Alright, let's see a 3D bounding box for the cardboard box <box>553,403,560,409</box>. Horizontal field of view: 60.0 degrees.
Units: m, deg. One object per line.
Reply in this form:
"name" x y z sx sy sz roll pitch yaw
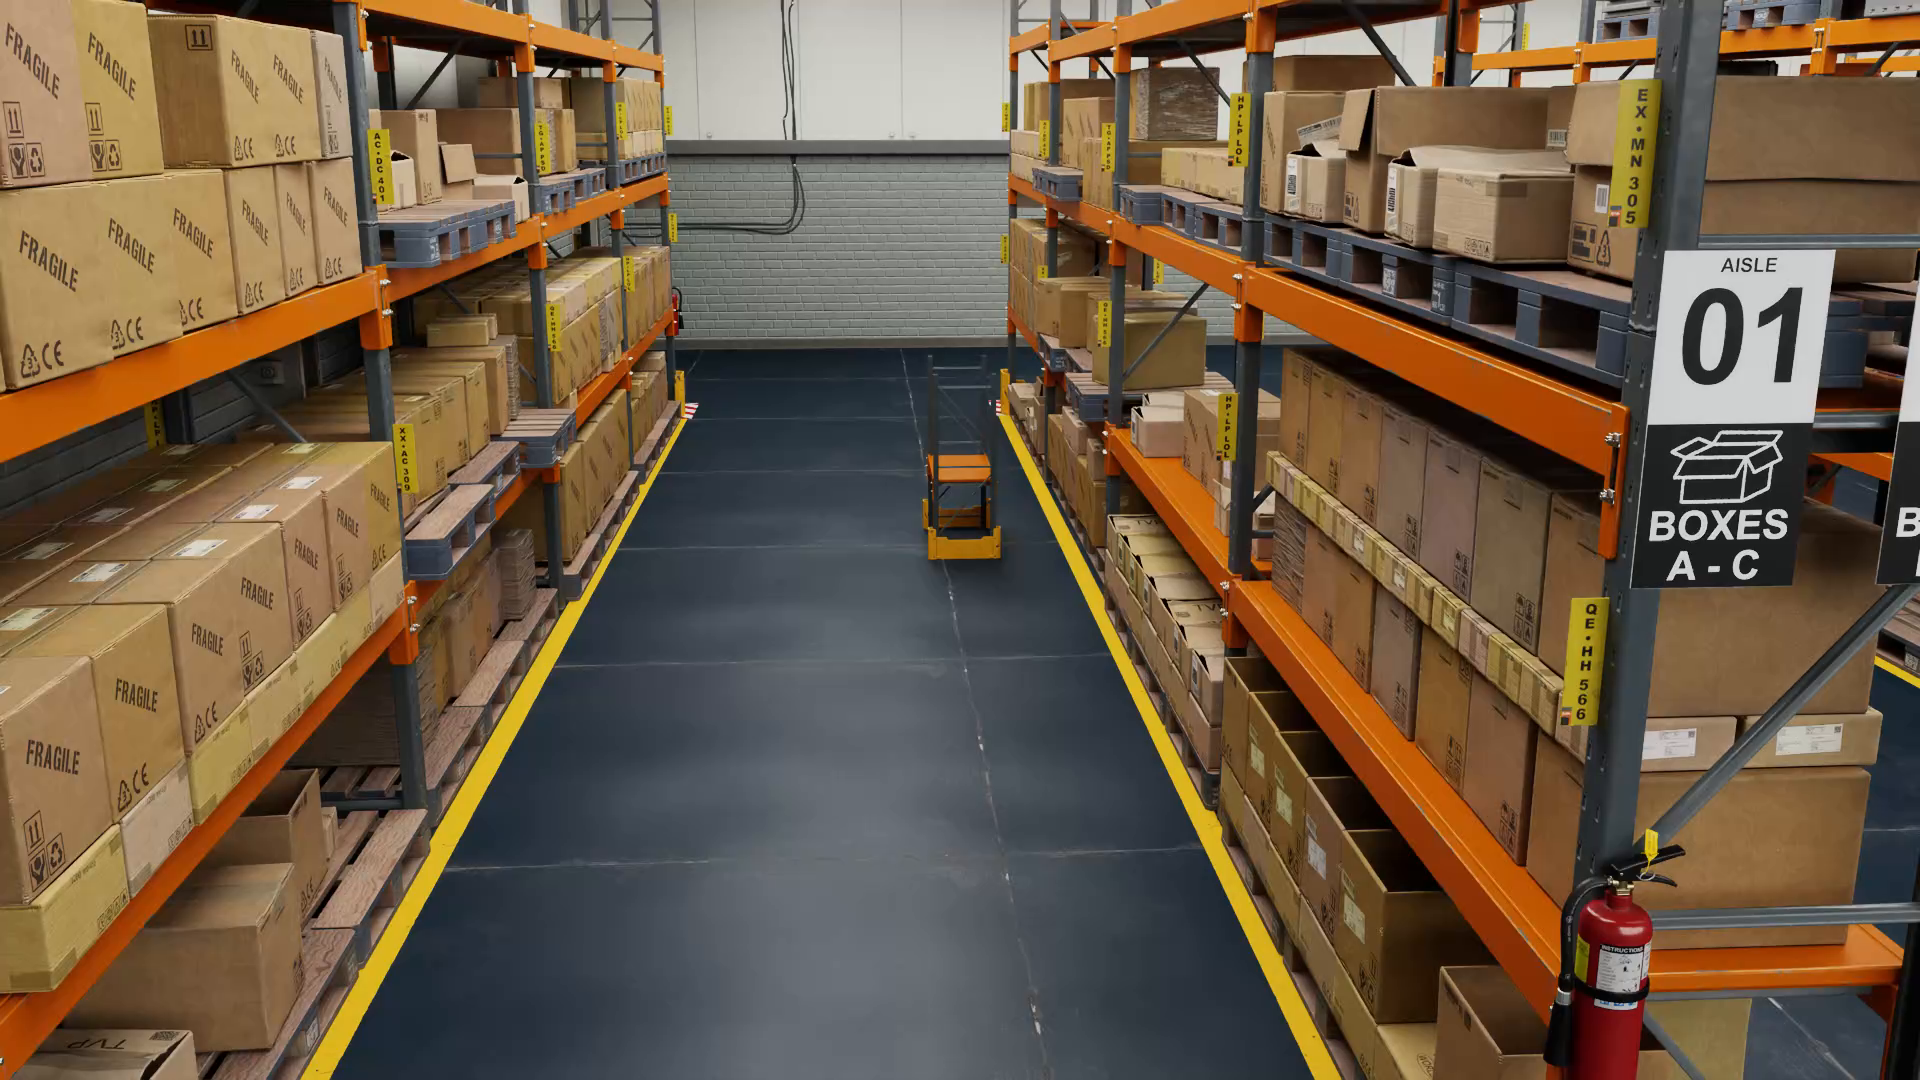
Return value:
"cardboard box" -3.169 -0.980 12.279 0.380 0.149 0.250 -1 14 -3

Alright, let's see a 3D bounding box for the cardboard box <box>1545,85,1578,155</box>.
"cardboard box" 2.237 -1.221 5.408 0.500 0.500 0.500 -1 14 -3

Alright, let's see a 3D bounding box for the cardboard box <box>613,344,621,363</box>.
"cardboard box" -3.278 -1.684 15.017 0.380 0.149 0.250 -1 14 -2

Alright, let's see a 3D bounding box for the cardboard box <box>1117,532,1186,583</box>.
"cardboard box" 1.351 0.101 11.165 0.500 0.311 0.500 -1 14 -5

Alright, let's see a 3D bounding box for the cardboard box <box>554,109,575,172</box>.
"cardboard box" -3.577 -3.295 13.708 0.700 0.500 0.500 -1 14 -4

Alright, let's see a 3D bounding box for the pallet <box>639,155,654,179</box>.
"pallet" -3.733 -3.855 17.146 1.003 0.211 1.213 -1 14 -3

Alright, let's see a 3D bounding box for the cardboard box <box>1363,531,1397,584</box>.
"cardboard box" 1.742 0.066 6.247 0.380 0.149 0.250 -1 14 -4

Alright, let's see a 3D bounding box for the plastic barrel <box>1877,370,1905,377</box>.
"plastic barrel" 6.846 -1.052 11.822 0.600 0.536 0.708 -1 14 -3

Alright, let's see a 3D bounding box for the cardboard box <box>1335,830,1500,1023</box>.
"cardboard box" 1.660 1.356 5.906 0.500 0.500 0.500 -1 14 -3

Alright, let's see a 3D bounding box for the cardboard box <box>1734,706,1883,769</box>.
"cardboard box" 2.257 0.505 4.541 0.380 0.149 0.250 -1 14 -4

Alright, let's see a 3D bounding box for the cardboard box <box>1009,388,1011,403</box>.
"cardboard box" 0.774 -1.680 19.339 0.380 0.166 0.250 -1 14 -3

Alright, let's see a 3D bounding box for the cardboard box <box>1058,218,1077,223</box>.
"cardboard box" 1.377 -3.437 19.157 0.500 0.500 0.500 -1 14 -4

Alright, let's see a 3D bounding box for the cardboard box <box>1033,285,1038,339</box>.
"cardboard box" 1.003 -2.313 16.795 0.500 0.500 0.500 0 14 -2

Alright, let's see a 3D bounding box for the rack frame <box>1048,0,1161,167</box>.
"rack frame" 1.323 -4.921 15.094 1.000 3.000 0.127 -1 14 -3

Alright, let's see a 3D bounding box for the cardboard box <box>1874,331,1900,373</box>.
"cardboard box" 11.139 -1.953 19.018 0.875 0.875 0.875 -1 14 -3

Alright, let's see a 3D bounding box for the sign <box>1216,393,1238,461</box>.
"sign" 1.278 -0.538 7.932 0.100 0.325 0.005 -1 14 -3

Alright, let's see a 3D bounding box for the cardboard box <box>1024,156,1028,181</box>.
"cardboard box" 0.942 -3.886 17.391 0.500 0.250 0.500 -1 14 -3

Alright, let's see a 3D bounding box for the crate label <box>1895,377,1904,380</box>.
"crate label" 6.307 -0.863 11.288 0.502 0.435 0.616 -1 14 -3

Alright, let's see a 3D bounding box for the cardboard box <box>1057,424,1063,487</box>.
"cardboard box" 1.154 -0.762 15.101 0.500 0.500 0.500 -1 14 -3

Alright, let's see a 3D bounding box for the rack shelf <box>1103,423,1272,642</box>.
"rack shelf" 1.695 -0.175 10.132 1.077 0.370 4.000 -1 14 -3

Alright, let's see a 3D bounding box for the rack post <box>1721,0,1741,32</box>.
"rack post" 6.520 -4.253 13.501 0.937 0.300 0.954 1 14 3

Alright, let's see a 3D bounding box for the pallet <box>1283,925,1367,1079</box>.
"pallet" 1.905 1.827 6.503 1.003 0.211 1.213 -1 14 -3

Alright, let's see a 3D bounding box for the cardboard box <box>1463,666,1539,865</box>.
"cardboard box" 2.013 0.673 5.189 0.700 0.500 0.500 -1 14 -2

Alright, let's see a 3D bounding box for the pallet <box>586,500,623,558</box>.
"pallet" -3.419 -0.093 13.965 1.003 0.211 1.213 -1 14 -3

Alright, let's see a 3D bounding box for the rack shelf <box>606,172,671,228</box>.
"rack shelf" -3.745 -3.540 17.190 1.077 0.370 4.000 -1 14 -3

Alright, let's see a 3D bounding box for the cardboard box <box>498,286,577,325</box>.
"cardboard box" -3.178 -1.760 12.503 0.500 0.250 0.500 -1 14 -4

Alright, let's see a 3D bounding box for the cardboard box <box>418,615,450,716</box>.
"cardboard box" -3.269 0.738 9.272 0.700 0.500 0.500 -1 14 -5

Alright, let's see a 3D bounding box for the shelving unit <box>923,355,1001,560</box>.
"shelving unit" 0.005 -0.707 13.766 0.587 1.500 1.083 -1 14 -3

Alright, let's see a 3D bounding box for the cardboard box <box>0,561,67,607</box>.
"cardboard box" -3.176 0.378 5.294 0.500 0.500 0.500 -1 14 -5

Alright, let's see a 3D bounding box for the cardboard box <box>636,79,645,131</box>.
"cardboard box" -3.459 -4.366 16.707 0.500 0.500 0.500 -1 14 -3

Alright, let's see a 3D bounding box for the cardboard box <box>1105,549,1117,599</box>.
"cardboard box" 1.310 0.242 11.742 0.500 0.250 0.500 -1 14 -4

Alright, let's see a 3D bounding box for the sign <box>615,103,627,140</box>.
"sign" -3.080 -3.805 15.105 0.100 0.325 0.005 -1 14 -3

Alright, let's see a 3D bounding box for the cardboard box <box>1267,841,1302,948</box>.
"cardboard box" 1.597 1.471 6.966 0.500 0.250 0.500 -1 14 -3

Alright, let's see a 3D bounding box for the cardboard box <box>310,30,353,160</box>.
"cardboard box" -2.823 -1.824 6.827 0.500 0.500 0.500 -2 15 -8

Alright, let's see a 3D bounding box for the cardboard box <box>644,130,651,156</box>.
"cardboard box" -3.488 -4.128 17.290 0.500 0.250 0.500 -1 14 -5

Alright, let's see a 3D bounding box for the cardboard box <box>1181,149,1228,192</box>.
"cardboard box" 1.706 -2.362 10.627 0.500 0.250 0.500 0 14 -2

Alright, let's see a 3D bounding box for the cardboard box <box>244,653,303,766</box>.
"cardboard box" -2.692 0.601 5.931 0.500 0.250 0.500 -1 14 -3

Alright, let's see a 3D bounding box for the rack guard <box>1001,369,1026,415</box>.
"rack guard" 1.080 -1.781 19.946 1.175 0.500 0.348 -1 14 -3

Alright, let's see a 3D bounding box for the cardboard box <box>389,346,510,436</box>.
"cardboard box" -3.272 -0.950 10.615 0.700 0.500 0.500 -2 15 -9

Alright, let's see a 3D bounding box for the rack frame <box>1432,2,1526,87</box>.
"rack frame" 6.020 -5.992 19.254 1.000 3.000 0.127 -1 14 -3

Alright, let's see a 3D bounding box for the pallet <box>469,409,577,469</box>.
"pallet" -3.222 -0.675 11.016 1.213 0.211 1.003 -1 14 -3

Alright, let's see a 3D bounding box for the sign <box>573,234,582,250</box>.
"sign" -4.423 -3.384 19.262 0.100 0.325 0.005 -1 14 -3

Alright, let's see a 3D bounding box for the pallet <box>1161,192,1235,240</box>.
"pallet" 1.775 -1.937 9.894 1.003 0.211 1.213 0 14 -1

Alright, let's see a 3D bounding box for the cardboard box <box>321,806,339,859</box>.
"cardboard box" -3.062 1.343 7.591 0.380 0.166 0.250 -3 15 -11

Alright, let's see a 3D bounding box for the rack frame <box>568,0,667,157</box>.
"rack frame" -3.868 -5.839 18.660 1.000 3.000 0.127 -1 14 -3

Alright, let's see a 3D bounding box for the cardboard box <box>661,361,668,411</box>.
"cardboard box" -3.725 -1.754 18.996 0.700 0.500 0.500 -1 14 -3

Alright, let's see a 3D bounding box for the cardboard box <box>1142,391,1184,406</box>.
"cardboard box" 1.550 -0.887 11.632 0.500 0.311 0.500 0 14 0

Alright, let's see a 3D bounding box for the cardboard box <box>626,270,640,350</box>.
"cardboard box" -3.638 -2.219 16.029 0.980 0.700 0.700 -1 14 -3

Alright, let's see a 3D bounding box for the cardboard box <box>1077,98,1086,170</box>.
"cardboard box" 1.345 -3.477 14.255 0.600 0.600 0.600 -1 14 -4

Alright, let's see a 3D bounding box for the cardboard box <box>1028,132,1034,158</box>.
"cardboard box" 0.966 -4.004 16.845 0.500 0.250 0.500 -1 14 -3

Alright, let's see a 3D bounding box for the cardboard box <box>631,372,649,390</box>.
"cardboard box" -3.436 -1.651 17.295 0.380 0.149 0.250 -1 14 -5

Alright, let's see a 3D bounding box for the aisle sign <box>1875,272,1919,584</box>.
"aisle sign" 2.377 -0.279 3.873 0.394 0.787 0.004 -1 14 -3

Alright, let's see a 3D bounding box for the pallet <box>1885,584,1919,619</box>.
"pallet" 6.524 0.447 11.865 1.003 0.211 1.213 -1 14 -3

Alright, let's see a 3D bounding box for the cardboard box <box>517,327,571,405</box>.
"cardboard box" -3.148 -1.271 12.107 0.500 0.500 0.500 0 14 -2

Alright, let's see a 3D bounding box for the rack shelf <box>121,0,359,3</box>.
"rack shelf" -3.001 -2.007 5.217 1.077 0.370 4.000 -1 14 -3
